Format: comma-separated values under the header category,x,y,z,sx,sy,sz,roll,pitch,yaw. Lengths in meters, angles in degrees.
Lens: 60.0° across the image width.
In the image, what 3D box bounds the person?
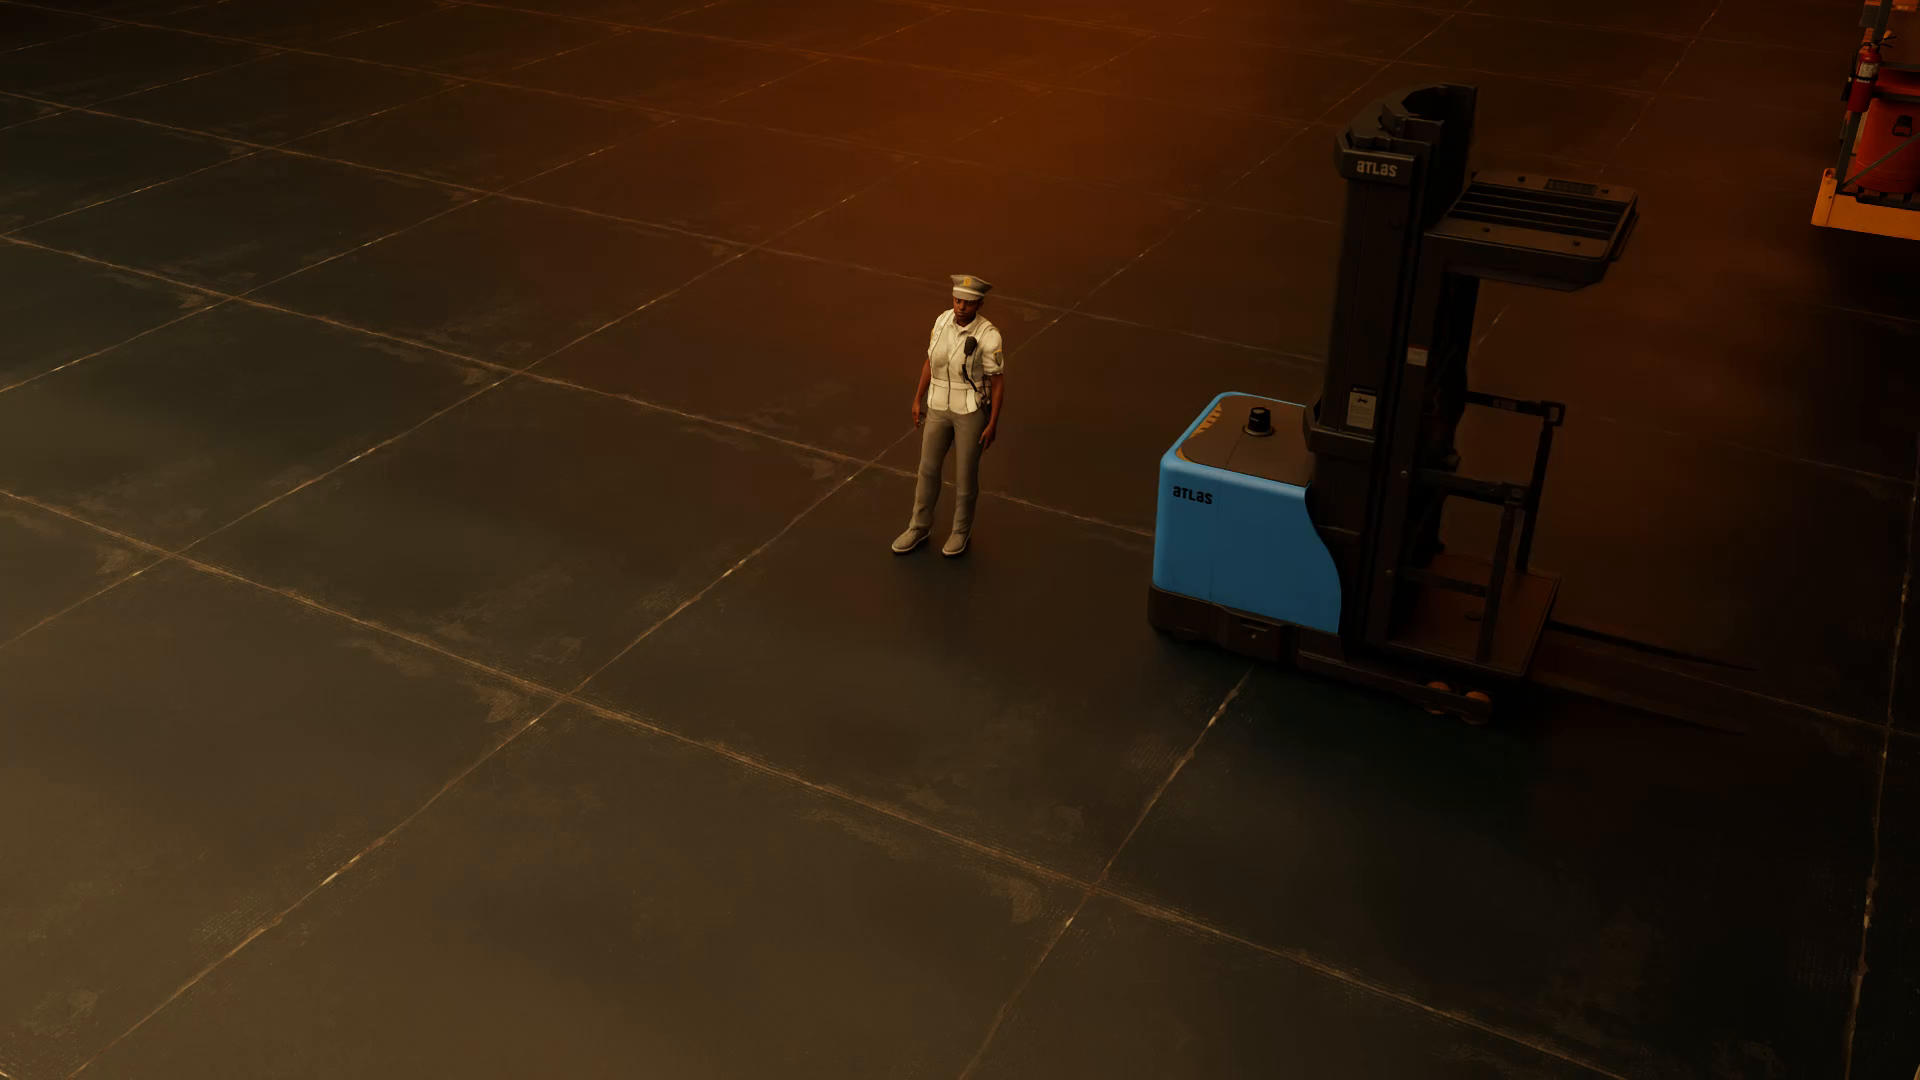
category,x,y,z,sx,sy,sz,roll,pitch,yaw
person,-0.053,-0.712,9.527,0.570,1.695,0.530,15,33,25

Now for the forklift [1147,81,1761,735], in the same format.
category,x,y,z,sx,sy,sz,roll,pitch,yaw
forklift,2.576,-0.640,8.180,3.031,2.935,1.130,14,33,23
